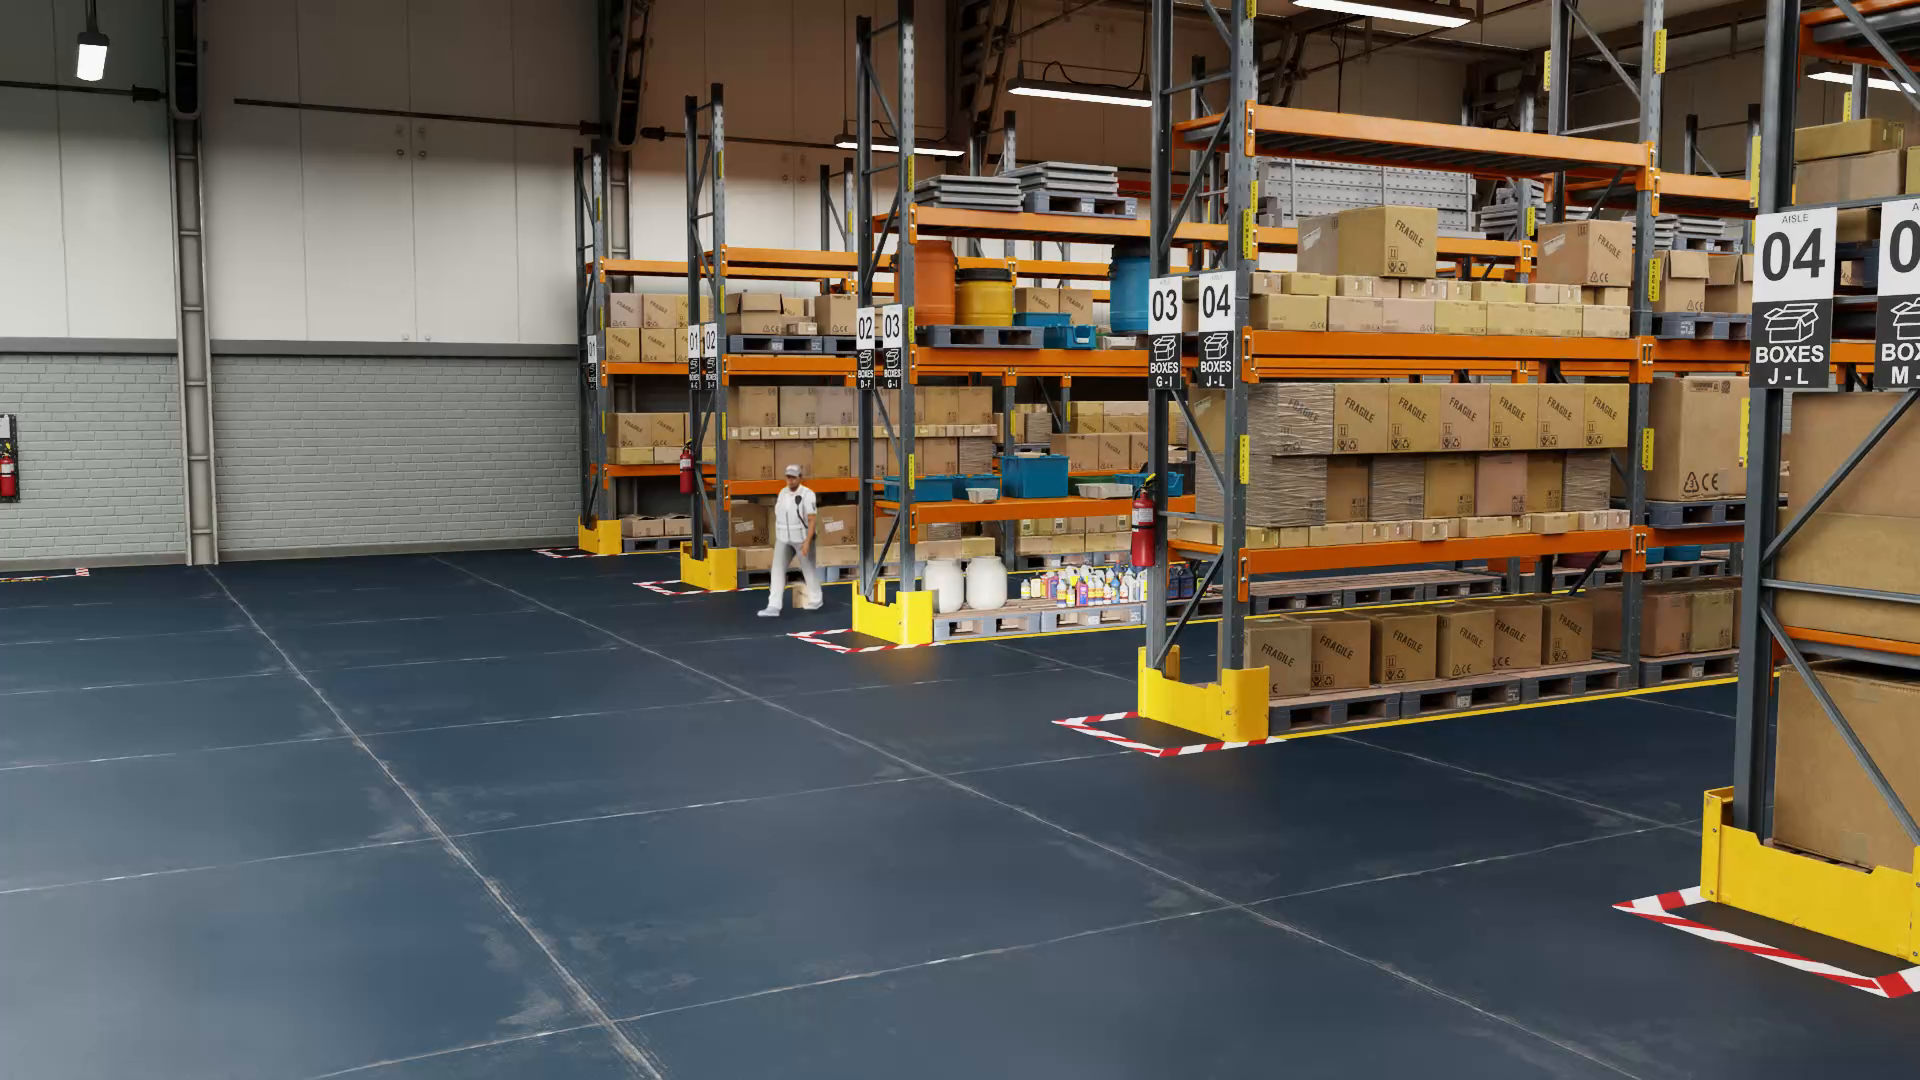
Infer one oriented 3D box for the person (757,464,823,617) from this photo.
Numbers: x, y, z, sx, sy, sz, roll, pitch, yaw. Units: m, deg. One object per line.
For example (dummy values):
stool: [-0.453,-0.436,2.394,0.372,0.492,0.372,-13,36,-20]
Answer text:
person: [-1.729,-0.004,17.555,0.489,1.593,1.060,2,5,18]
